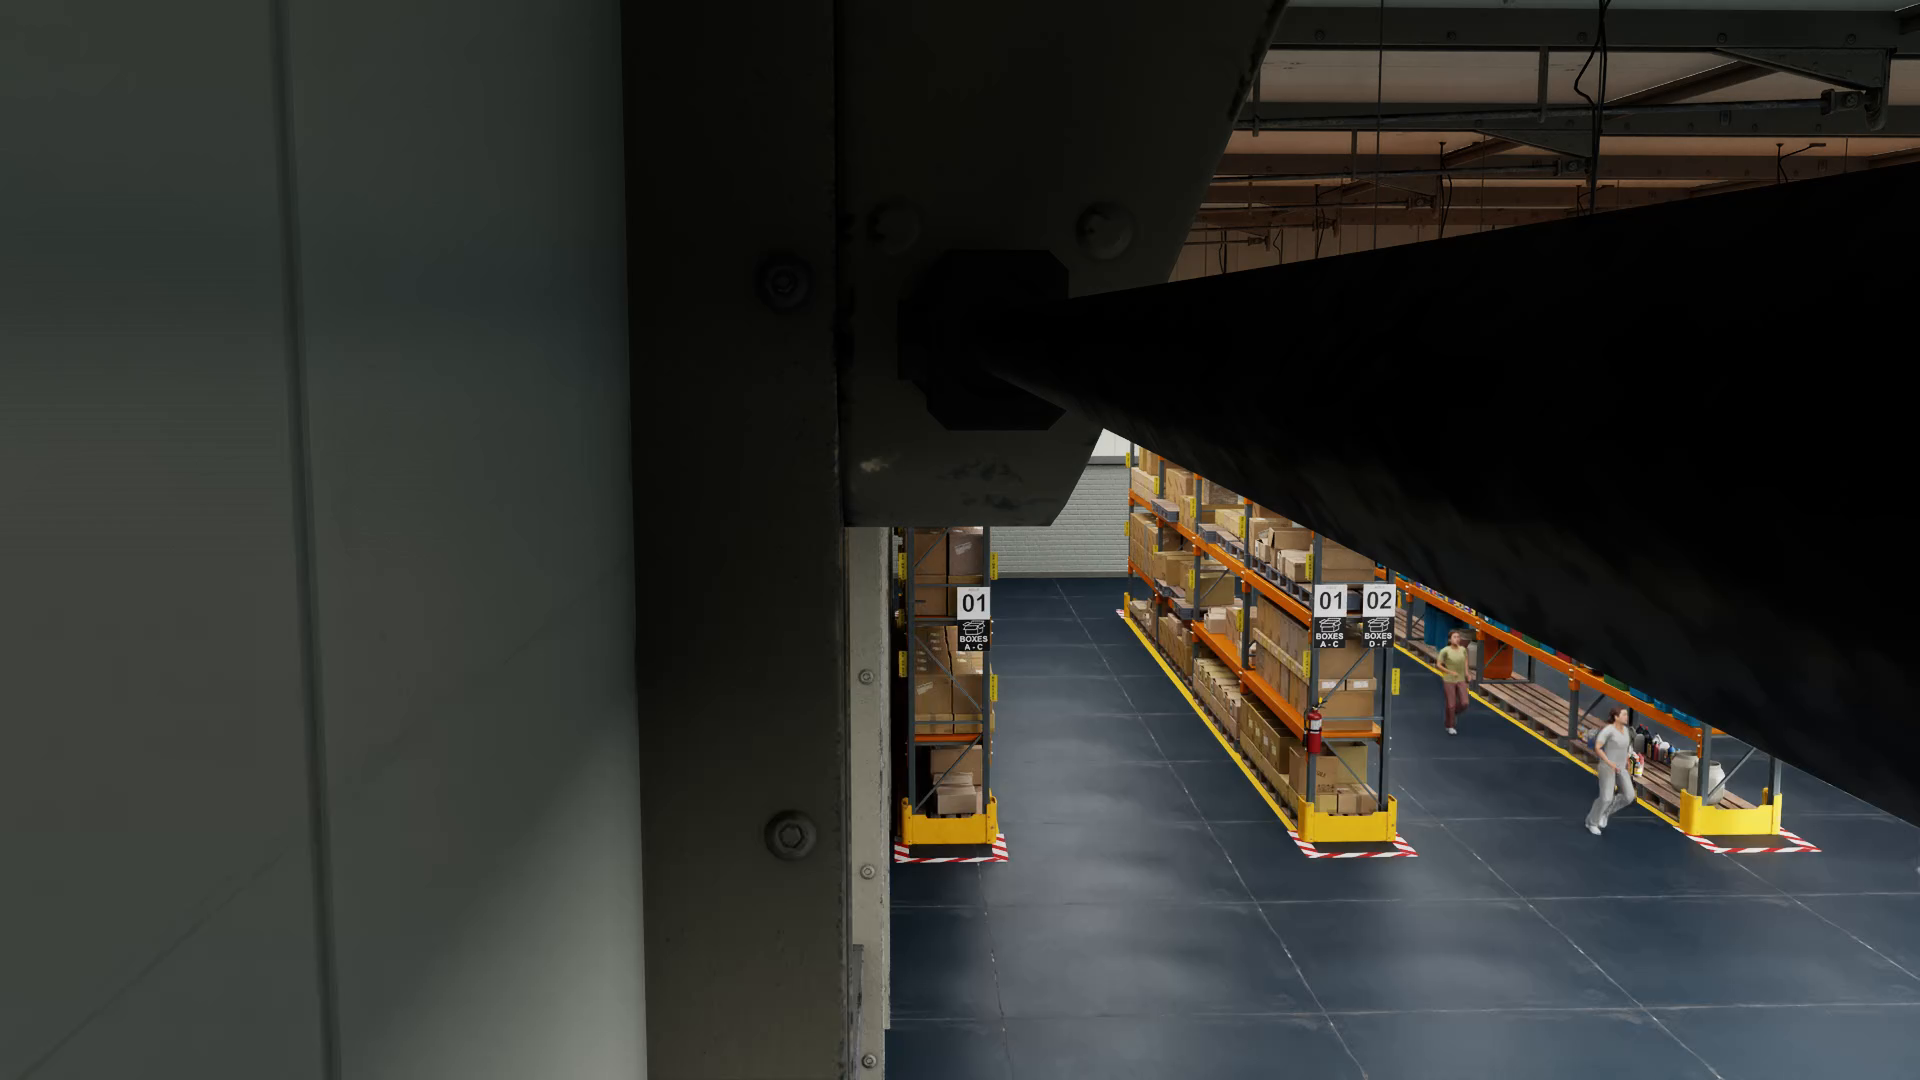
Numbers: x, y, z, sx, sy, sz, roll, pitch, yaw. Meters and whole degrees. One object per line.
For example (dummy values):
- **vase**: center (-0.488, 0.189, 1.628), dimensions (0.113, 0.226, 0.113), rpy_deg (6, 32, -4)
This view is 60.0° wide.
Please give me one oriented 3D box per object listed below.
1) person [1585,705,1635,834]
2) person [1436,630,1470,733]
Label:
- **person**: center (8.229, 2.887, 20.849), dimensions (0.621, 1.606, 0.541), rpy_deg (-3, 8, -23)
- **person**: center (7.715, 2.212, 25.922), dimensions (0.574, 1.631, 0.539), rpy_deg (-1, 7, -7)
